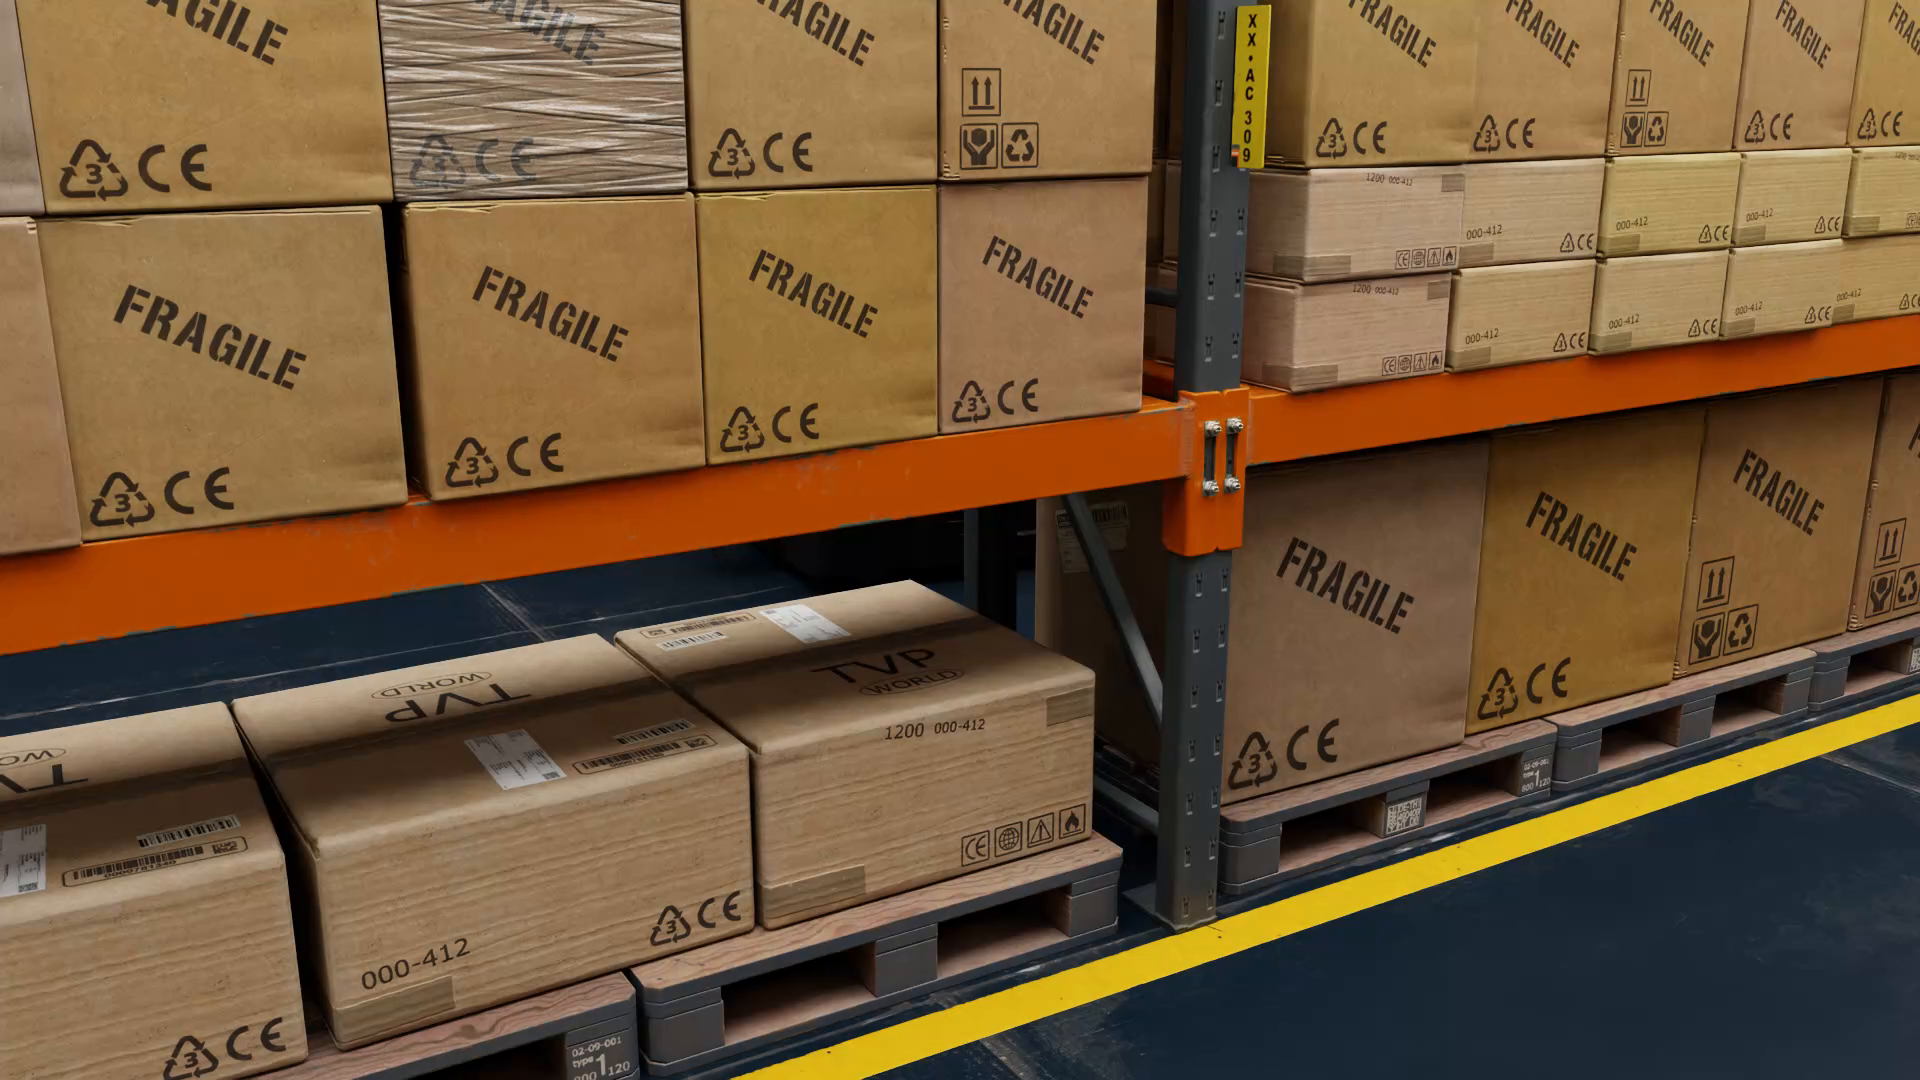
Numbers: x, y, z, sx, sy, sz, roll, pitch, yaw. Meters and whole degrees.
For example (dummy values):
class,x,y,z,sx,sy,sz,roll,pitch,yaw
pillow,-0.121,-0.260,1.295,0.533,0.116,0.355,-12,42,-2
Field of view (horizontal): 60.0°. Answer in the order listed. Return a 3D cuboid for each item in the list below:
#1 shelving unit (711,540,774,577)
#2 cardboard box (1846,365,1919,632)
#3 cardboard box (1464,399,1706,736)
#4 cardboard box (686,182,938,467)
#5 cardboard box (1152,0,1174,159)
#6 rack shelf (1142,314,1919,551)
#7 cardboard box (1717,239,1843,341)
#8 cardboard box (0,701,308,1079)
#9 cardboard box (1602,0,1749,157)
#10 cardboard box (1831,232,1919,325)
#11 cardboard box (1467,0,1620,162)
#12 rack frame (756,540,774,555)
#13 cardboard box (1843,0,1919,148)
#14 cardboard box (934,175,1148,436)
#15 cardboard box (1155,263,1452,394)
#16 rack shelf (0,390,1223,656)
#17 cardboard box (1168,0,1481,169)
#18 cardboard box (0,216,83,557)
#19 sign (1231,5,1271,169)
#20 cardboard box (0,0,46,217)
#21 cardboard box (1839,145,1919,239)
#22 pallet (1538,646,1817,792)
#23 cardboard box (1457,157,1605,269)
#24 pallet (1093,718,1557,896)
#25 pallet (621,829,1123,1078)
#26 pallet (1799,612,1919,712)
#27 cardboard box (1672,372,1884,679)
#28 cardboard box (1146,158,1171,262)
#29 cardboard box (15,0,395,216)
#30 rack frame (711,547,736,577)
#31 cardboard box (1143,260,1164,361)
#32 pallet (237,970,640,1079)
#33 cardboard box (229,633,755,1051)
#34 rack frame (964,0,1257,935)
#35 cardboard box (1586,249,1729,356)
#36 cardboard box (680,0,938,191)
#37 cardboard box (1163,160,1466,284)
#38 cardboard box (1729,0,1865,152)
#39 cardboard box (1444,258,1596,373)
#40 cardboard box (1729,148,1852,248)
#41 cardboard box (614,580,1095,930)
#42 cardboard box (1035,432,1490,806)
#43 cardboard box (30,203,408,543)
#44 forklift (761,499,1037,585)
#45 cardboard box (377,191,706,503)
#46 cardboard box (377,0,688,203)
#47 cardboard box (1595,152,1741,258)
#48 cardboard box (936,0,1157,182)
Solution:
class,x,y,z,sx,sy,sz,roll,pitch,yaw
shelving unit,-1.114,-0.427,6.743,0.189,1.200,0.258,-30,25,-16
cardboard box,3.112,-0.274,5.987,0.875,0.875,0.875,-9,18,-30
cardboard box,1.578,-0.027,5.106,0.875,0.875,0.875,-9,18,-28
cardboard box,-0.386,-0.467,3.334,0.500,0.500,0.500,-10,18,-31
cardboard box,0.572,-1.265,4.328,0.500,0.500,0.500,-9,18,-28
rack shelf,2.032,-0.547,5.137,4.000,0.370,1.077,-9,18,-30
cardboard box,2.155,-0.750,4.807,0.500,0.250,0.500,-10,18,-31
cardboard box,-1.816,0.728,3.224,0.875,0.438,0.875,-9,18,-28
cardboard box,1.696,-1.286,4.402,0.500,0.500,0.500,-10,18,-31
cardboard box,2.577,-0.828,5.084,0.500,0.250,0.500,-9,18,-30
cardboard box,1.265,-1.217,4.155,0.500,0.500,0.500,-9,18,-30
rack frame,-1.038,-0.471,6.768,0.006,1.200,0.240,-30,25,-16
cardboard box,2.574,-1.428,4.908,0.500,0.500,0.500,-9,18,-30
cardboard box,0.052,-0.540,3.593,0.500,0.500,0.500,-9,18,-29
cardboard box,0.831,-0.543,4.068,0.500,0.250,0.500,-10,18,-31
rack shelf,-1.396,0.009,3.153,4.000,0.370,1.077,-9,18,-30
cardboard box,0.843,-1.140,3.880,0.500,0.500,0.500,-9,18,-29
cardboard box,-1.687,-0.251,2.563,0.500,0.500,0.500,-9,18,-30
sign,0.605,-0.942,3.463,0.005,0.325,0.100,-9,18,-30
cardboard box,-1.676,-0.737,2.442,0.500,0.500,0.500,-9,18,-30
cardboard box,2.596,-1.066,5.006,0.500,0.250,0.500,-10,18,-31
pallet,1.987,0.432,5.478,1.213,0.211,1.003,-9,18,-30
cardboard box,1.273,-0.859,4.268,0.500,0.250,0.500,-9,18,-29
pallet,0.941,0.603,4.869,1.213,0.211,1.003,-9,18,-30
pallet,-0.374,0.815,4.112,1.213,0.211,1.003,-9,18,-30
pallet,3.032,0.263,6.079,1.213,0.211,1.003,-9,18,-30
cardboard box,2.345,-0.151,5.549,0.875,0.875,0.875,-9,18,-29
cardboard box,0.571,-0.901,4.420,0.500,0.250,0.500,-9,18,-30
cardboard box,-1.249,-0.806,2.690,0.500,0.500,0.500,-9,18,-29
rack frame,-1.190,-0.383,6.719,0.006,1.200,0.240,-30,25,-16
cardboard box,0.573,-0.664,4.498,0.500,0.250,0.500,-10,18,-31
pallet,-1.421,0.986,3.503,1.213,0.211,1.003,-9,18,-30
cardboard box,-1.043,0.603,3.670,0.875,0.438,0.875,-10,18,-31
rack frame,0.318,-0.615,4.048,0.127,3.000,1.000,-9,18,-30
cardboard box,1.721,-0.683,4.567,0.500,0.250,0.500,-9,18,-30
cardboard box,-0.383,-0.947,3.192,0.500,0.500,0.500,-10,18,-31
cardboard box,0.840,-0.780,3.986,0.500,0.250,0.500,-10,18,-31
cardboard box,2.136,-1.359,4.664,0.500,0.500,0.500,-10,18,-31
cardboard box,1.274,-0.616,4.326,0.500,0.250,0.500,-10,18,-31
cardboard box,2.151,-0.994,4.748,0.500,0.250,0.500,-10,18,-31
cardboard box,-0.276,0.479,4.114,0.875,0.438,0.875,-10,18,-31
cardboard box,0.808,0.101,4.651,0.875,0.875,0.875,-9,18,-28
cardboard box,-1.266,-0.325,2.825,0.500,0.500,0.500,-9,18,-28
forklift,0.562,-1.484,7.274,3.031,2.935,1.130,-7,17,-25
cardboard box,-0.810,-0.394,3.072,0.500,0.500,0.500,-10,18,-31
cardboard box,-0.815,-0.874,2.932,0.500,0.500,0.500,-9,18,-29
cardboard box,1.719,-0.923,4.496,0.500,0.250,0.500,-9,18,-29
cardboard box,0.056,-1.015,3.437,0.500,0.500,0.500,-9,18,-30
